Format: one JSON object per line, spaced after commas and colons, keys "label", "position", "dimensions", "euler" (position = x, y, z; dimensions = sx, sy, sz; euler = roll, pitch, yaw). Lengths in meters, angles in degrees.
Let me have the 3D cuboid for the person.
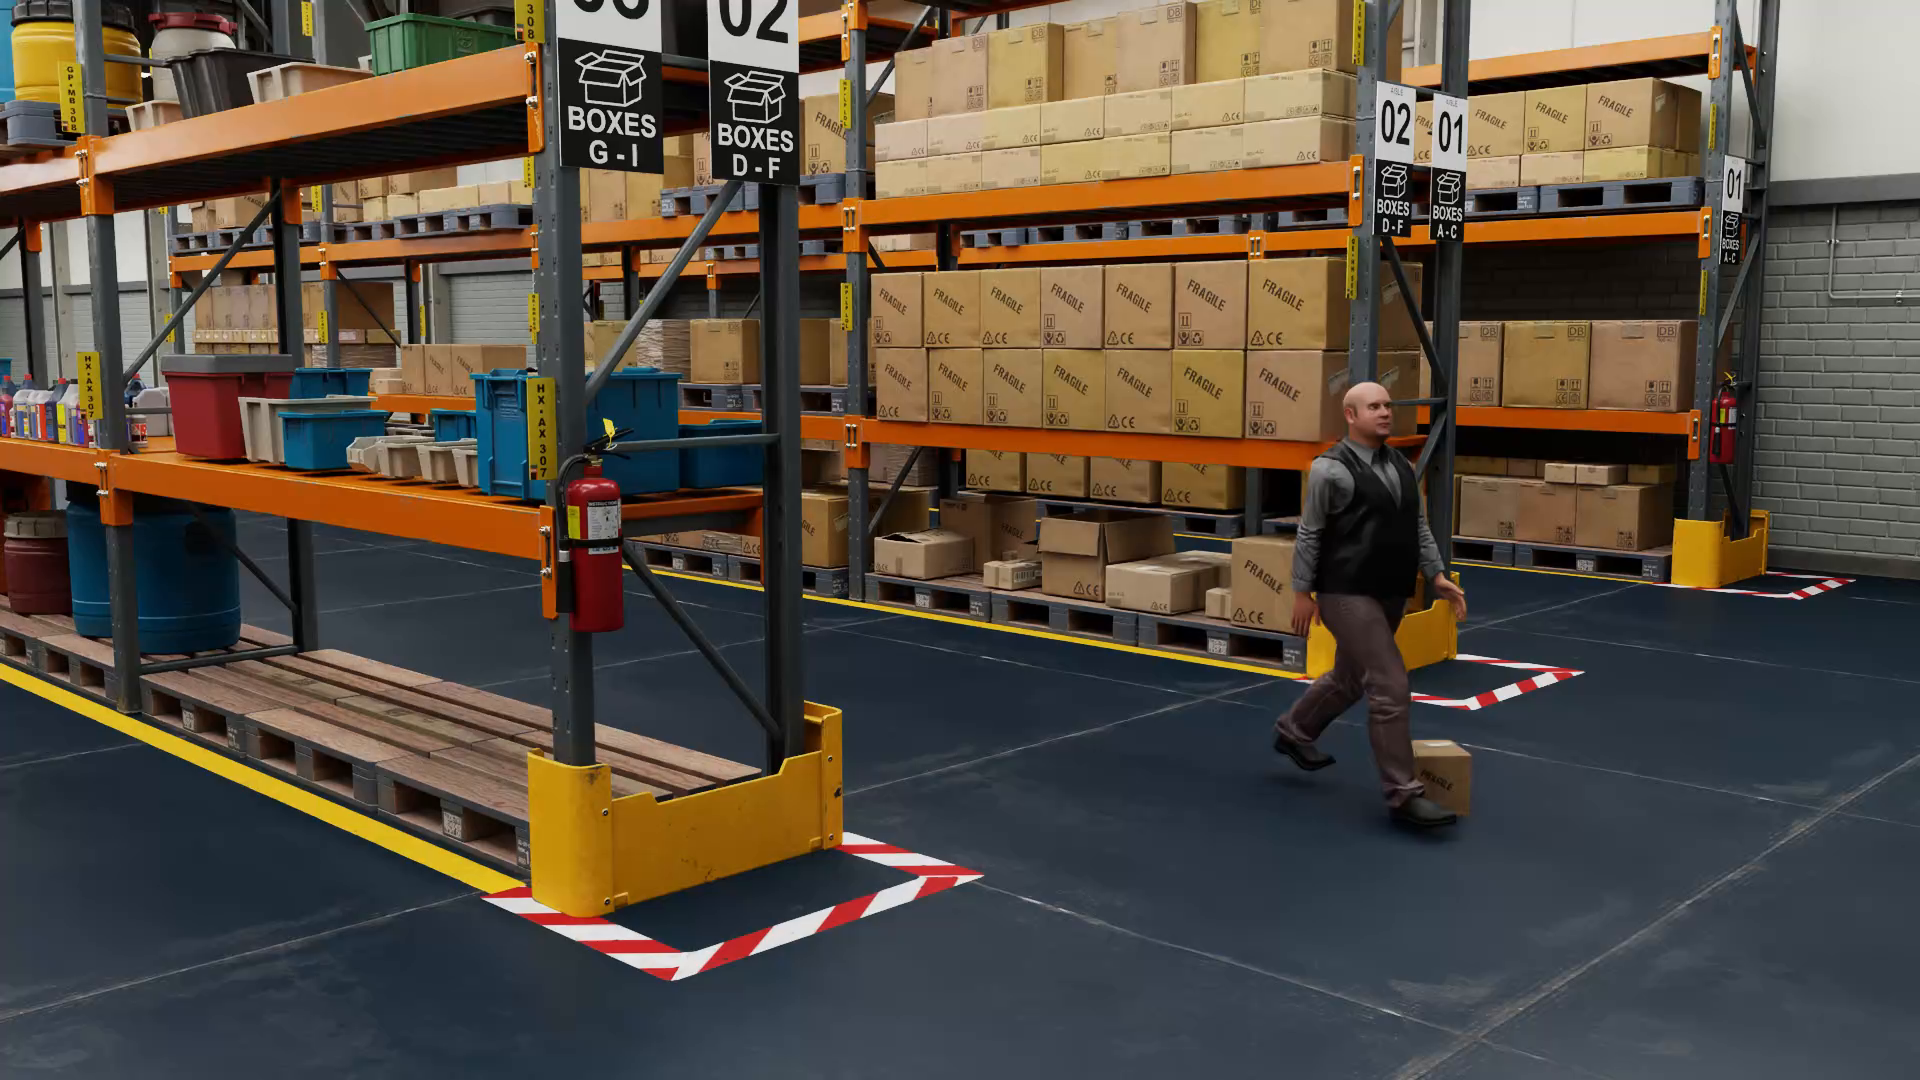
{"label": "person", "position": [1.617, 0.216, 6.588], "dimensions": [0.559, 1.677, 1.048], "euler": [-5, 9, -38]}
